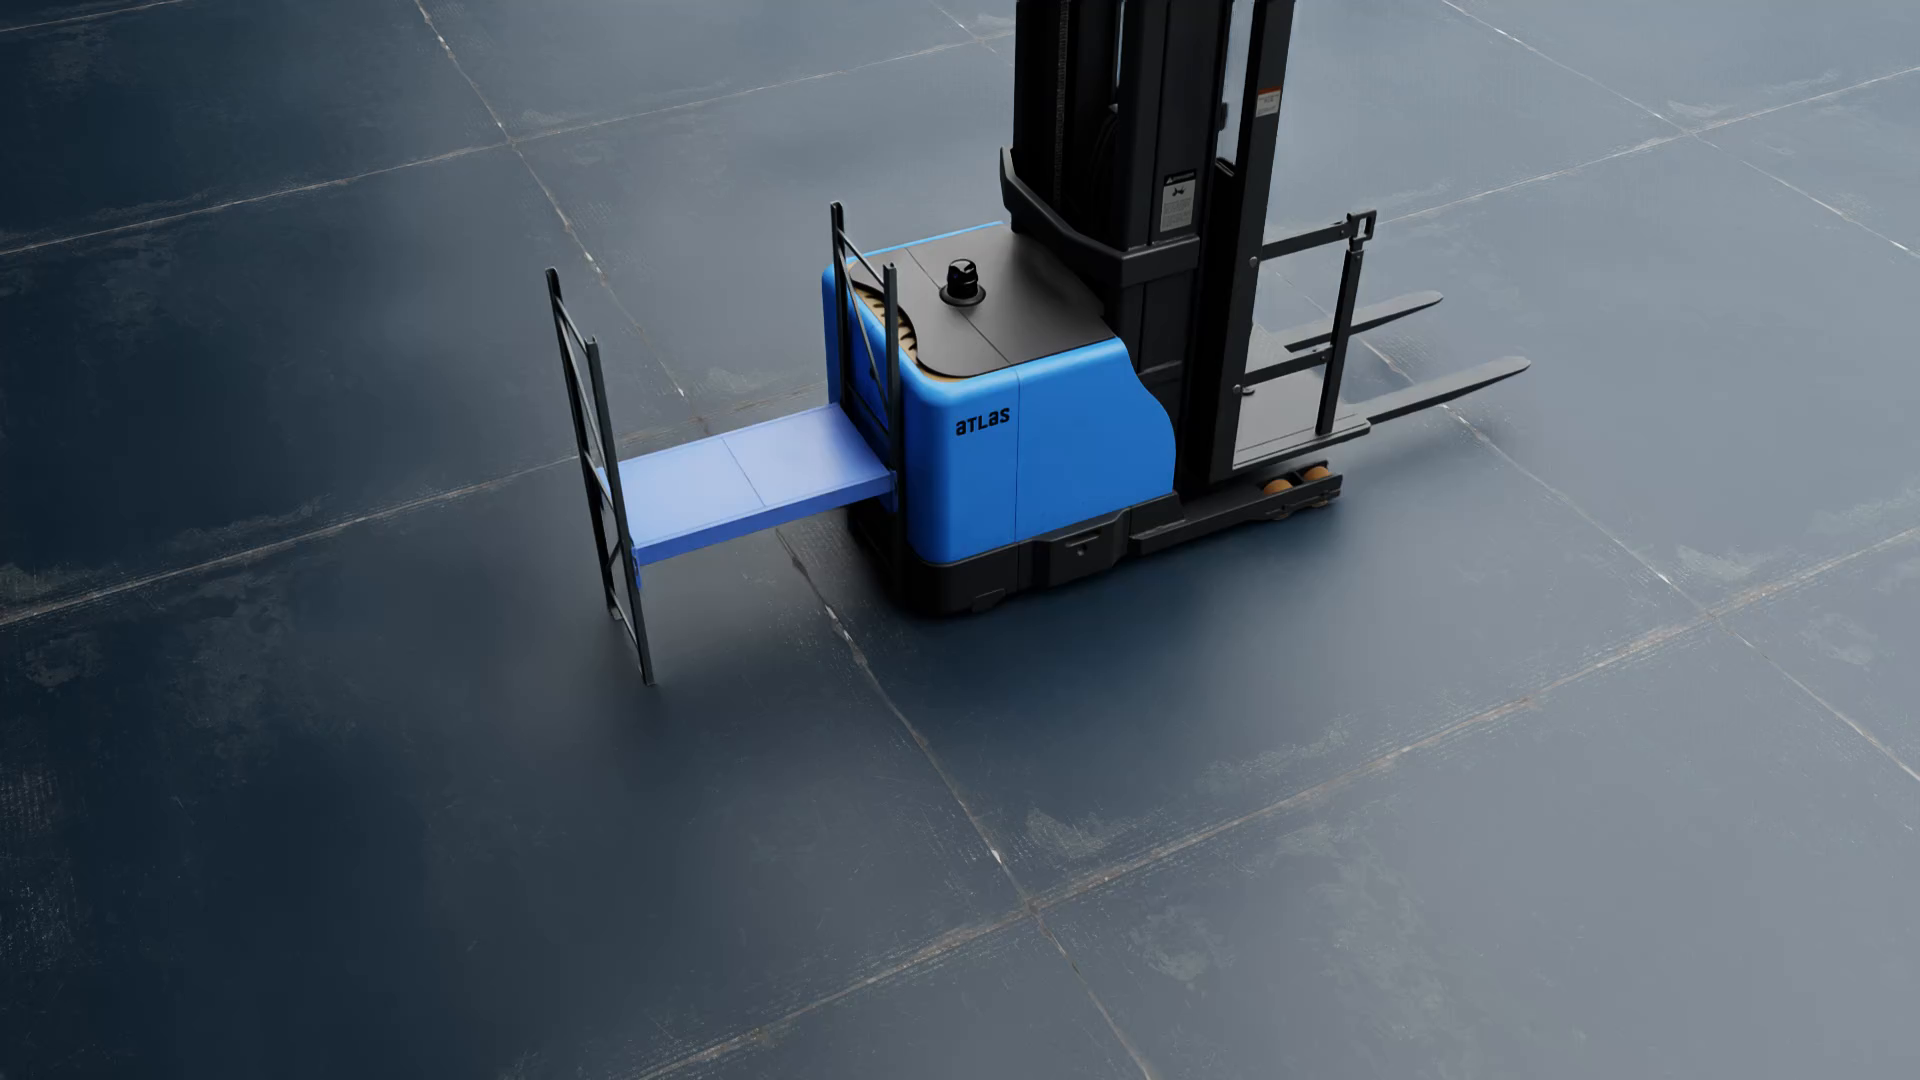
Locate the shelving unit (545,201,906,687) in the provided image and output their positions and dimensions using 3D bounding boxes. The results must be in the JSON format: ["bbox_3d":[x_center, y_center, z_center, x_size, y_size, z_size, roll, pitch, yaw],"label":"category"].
[{"bbox_3d":[-0.789,-0.326,5.974,1.048,1.500,0.538,-17,43,-20],"label":"shelving unit"}]

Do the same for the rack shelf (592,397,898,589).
[{"bbox_3d":[-0.789,-0.188,6.090,1.000,0.185,0.538,-17,43,-20],"label":"rack shelf"}]

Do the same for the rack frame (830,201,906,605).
[{"bbox_3d":[-0.332,-0.469,6.143,0.032,1.500,0.500,-17,43,-20],"label":"rack frame"}]

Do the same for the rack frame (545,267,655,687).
[{"bbox_3d":[-1.246,-0.182,5.804,0.032,1.500,0.500,-17,43,-20],"label":"rack frame"}]

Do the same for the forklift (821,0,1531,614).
[{"bbox_3d":[1.013,-1.491,6.243,3.031,2.935,1.130,-17,43,-20],"label":"forklift"}]
